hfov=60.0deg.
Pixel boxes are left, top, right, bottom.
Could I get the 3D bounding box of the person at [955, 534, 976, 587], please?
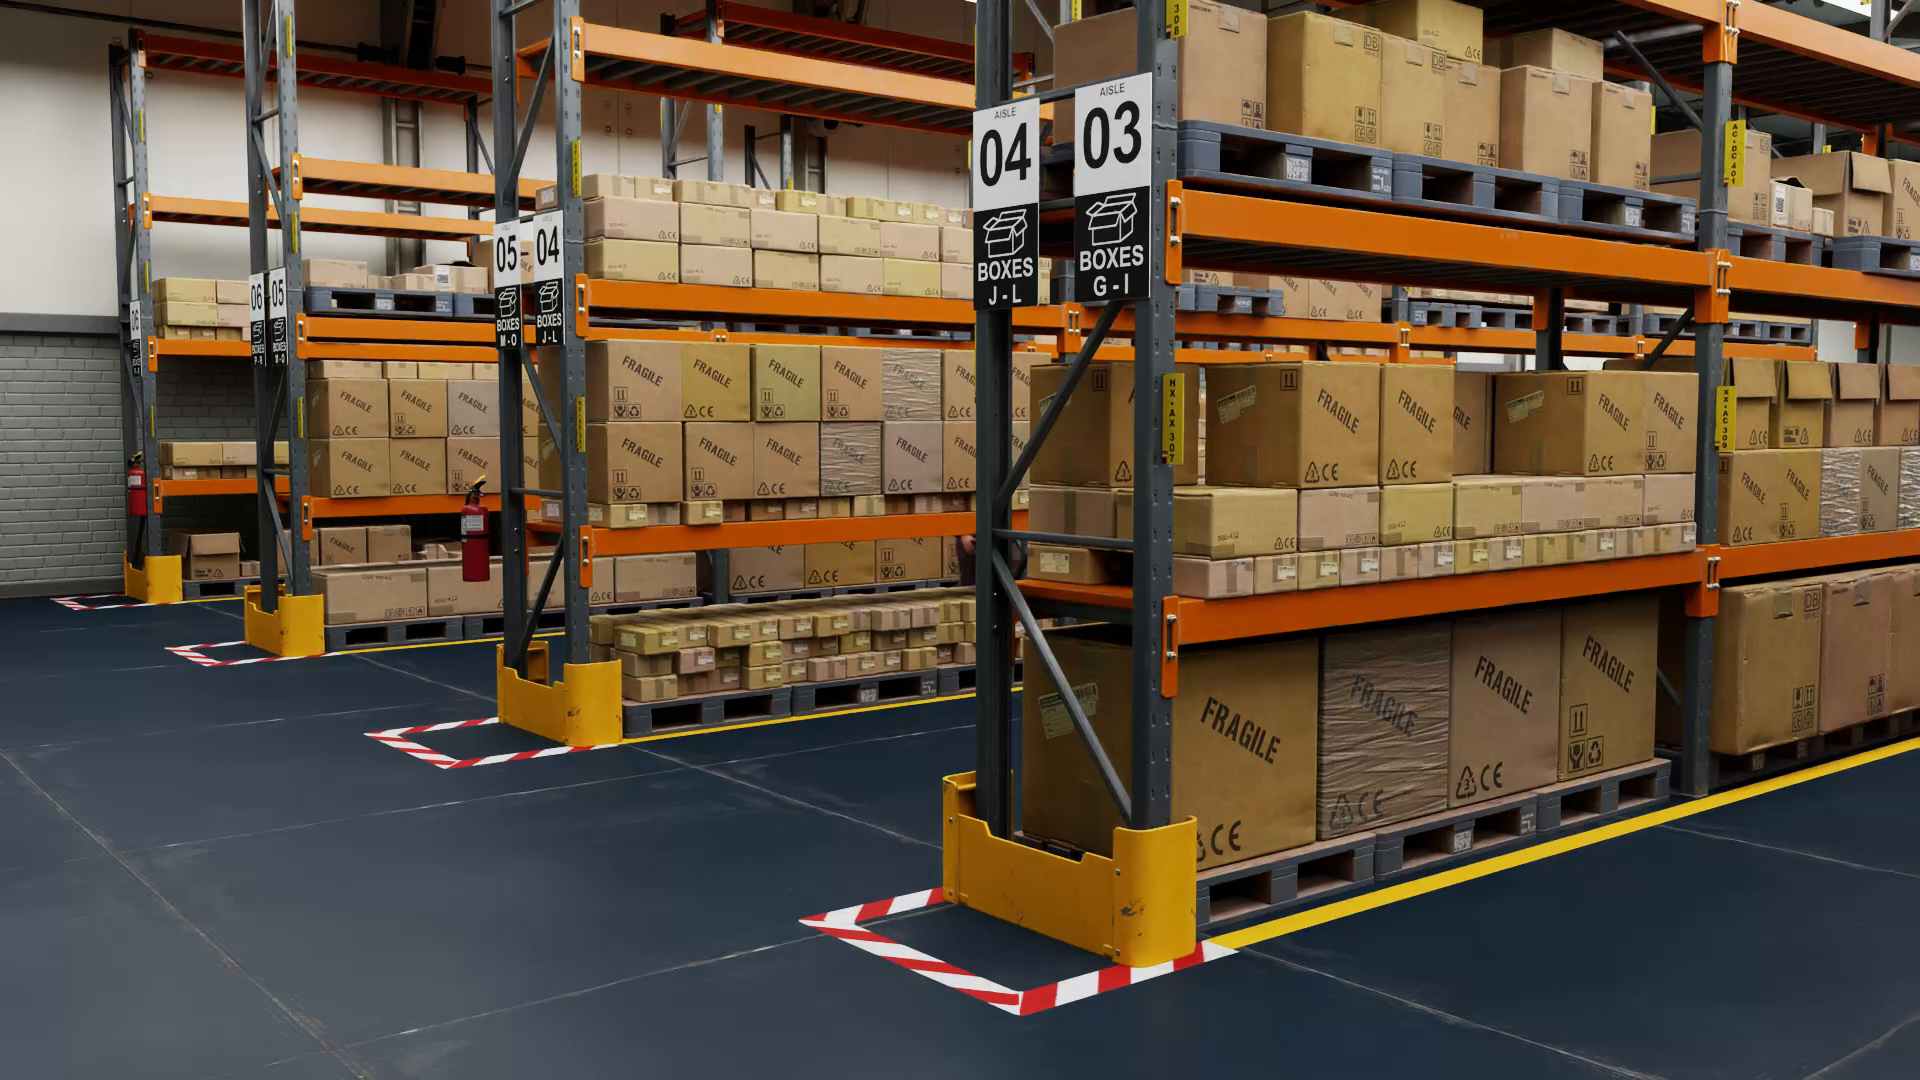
[{"bbox_3d":[0.181,0.005,15.209,0.549,1.694,0.844,-2,5,-29],"label":"person"}]
